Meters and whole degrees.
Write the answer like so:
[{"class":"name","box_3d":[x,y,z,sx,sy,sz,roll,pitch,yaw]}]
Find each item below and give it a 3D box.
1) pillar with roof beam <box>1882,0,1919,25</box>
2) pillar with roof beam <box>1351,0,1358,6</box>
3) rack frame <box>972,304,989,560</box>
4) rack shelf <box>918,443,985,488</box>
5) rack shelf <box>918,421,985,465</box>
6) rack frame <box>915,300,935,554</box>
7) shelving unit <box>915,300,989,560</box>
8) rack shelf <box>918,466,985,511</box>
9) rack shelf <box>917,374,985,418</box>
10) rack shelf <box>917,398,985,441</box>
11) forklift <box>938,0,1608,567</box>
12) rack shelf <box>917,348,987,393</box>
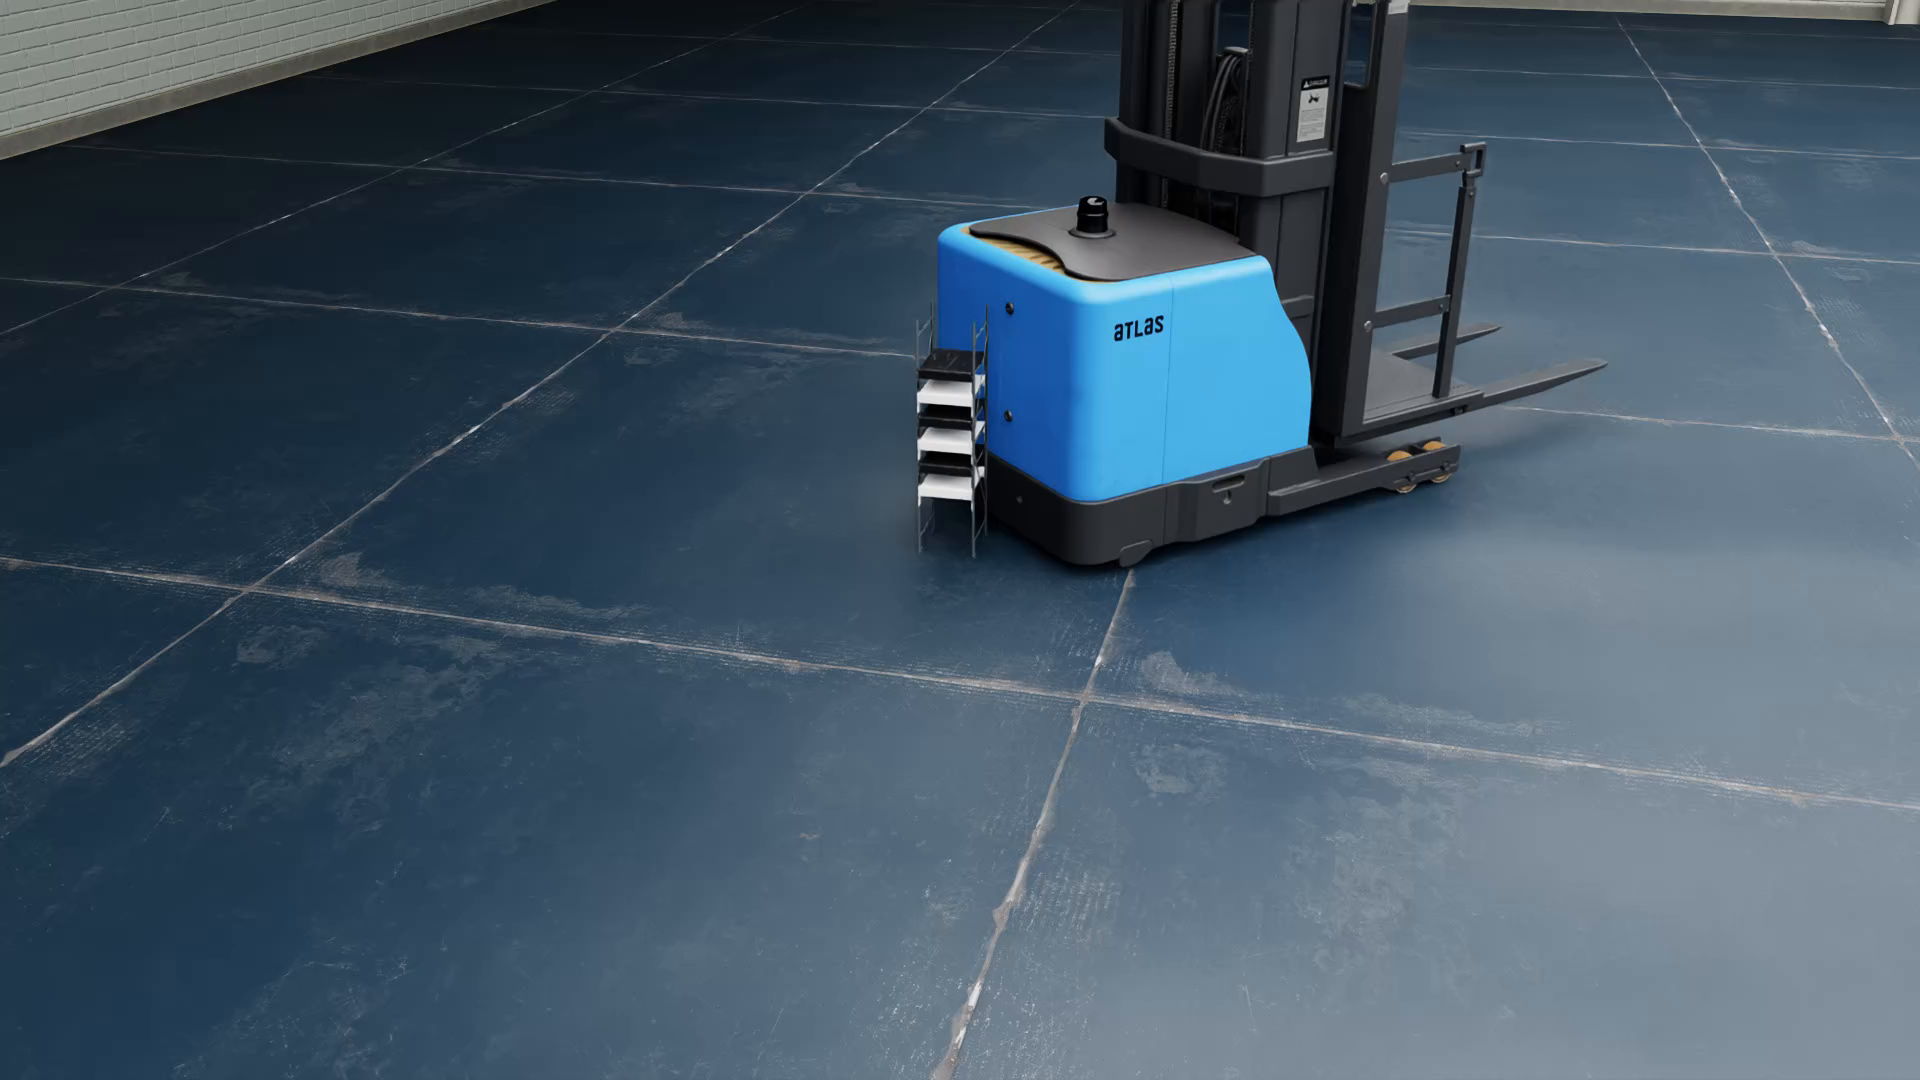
[{"class":"pillar with roof beam","box_3d":[9.159,-7.868,12.307,0.400,9.000,9.100,6,26,13]},{"class":"pillar with roof beam","box_3d":[3.348,-8.510,13.656,0.400,9.000,9.100,6,26,13]},{"class":"rack frame","box_3d":[0.073,-0.385,6.012,0.006,0.900,0.240,6,26,12]},{"class":"rack shelf","box_3d":[-0.026,-0.283,6.085,0.200,0.077,0.258,6,26,12]},{"class":"rack shelf","box_3d":[-0.026,-0.365,6.047,0.200,0.077,0.258,6,26,12]},{"class":"rack frame","box_3d":[-0.125,-0.404,6.053,0.006,0.900,0.240,6,26,12]},{"class":"shelving unit","box_3d":[-0.026,-0.395,6.032,0.210,0.900,0.258,6,26,12]},{"class":"rack shelf","box_3d":[-0.026,-0.202,6.124,0.200,0.077,0.258,6,26,12]},{"class":"rack shelf","box_3d":[-0.026,-0.527,5.969,0.200,0.077,0.258,6,26,12]},{"class":"rack shelf","box_3d":[-0.026,-0.446,6.008,0.200,0.077,0.258,6,26,12]},{"class":"forklift","box_3d":[1.423,-1.687,6.384,3.031,2.935,1.130,-15,29,-29]},{"class":"rack shelf","box_3d":[-0.026,-0.608,5.931,0.200,0.077,0.258,6,26,12]}]
